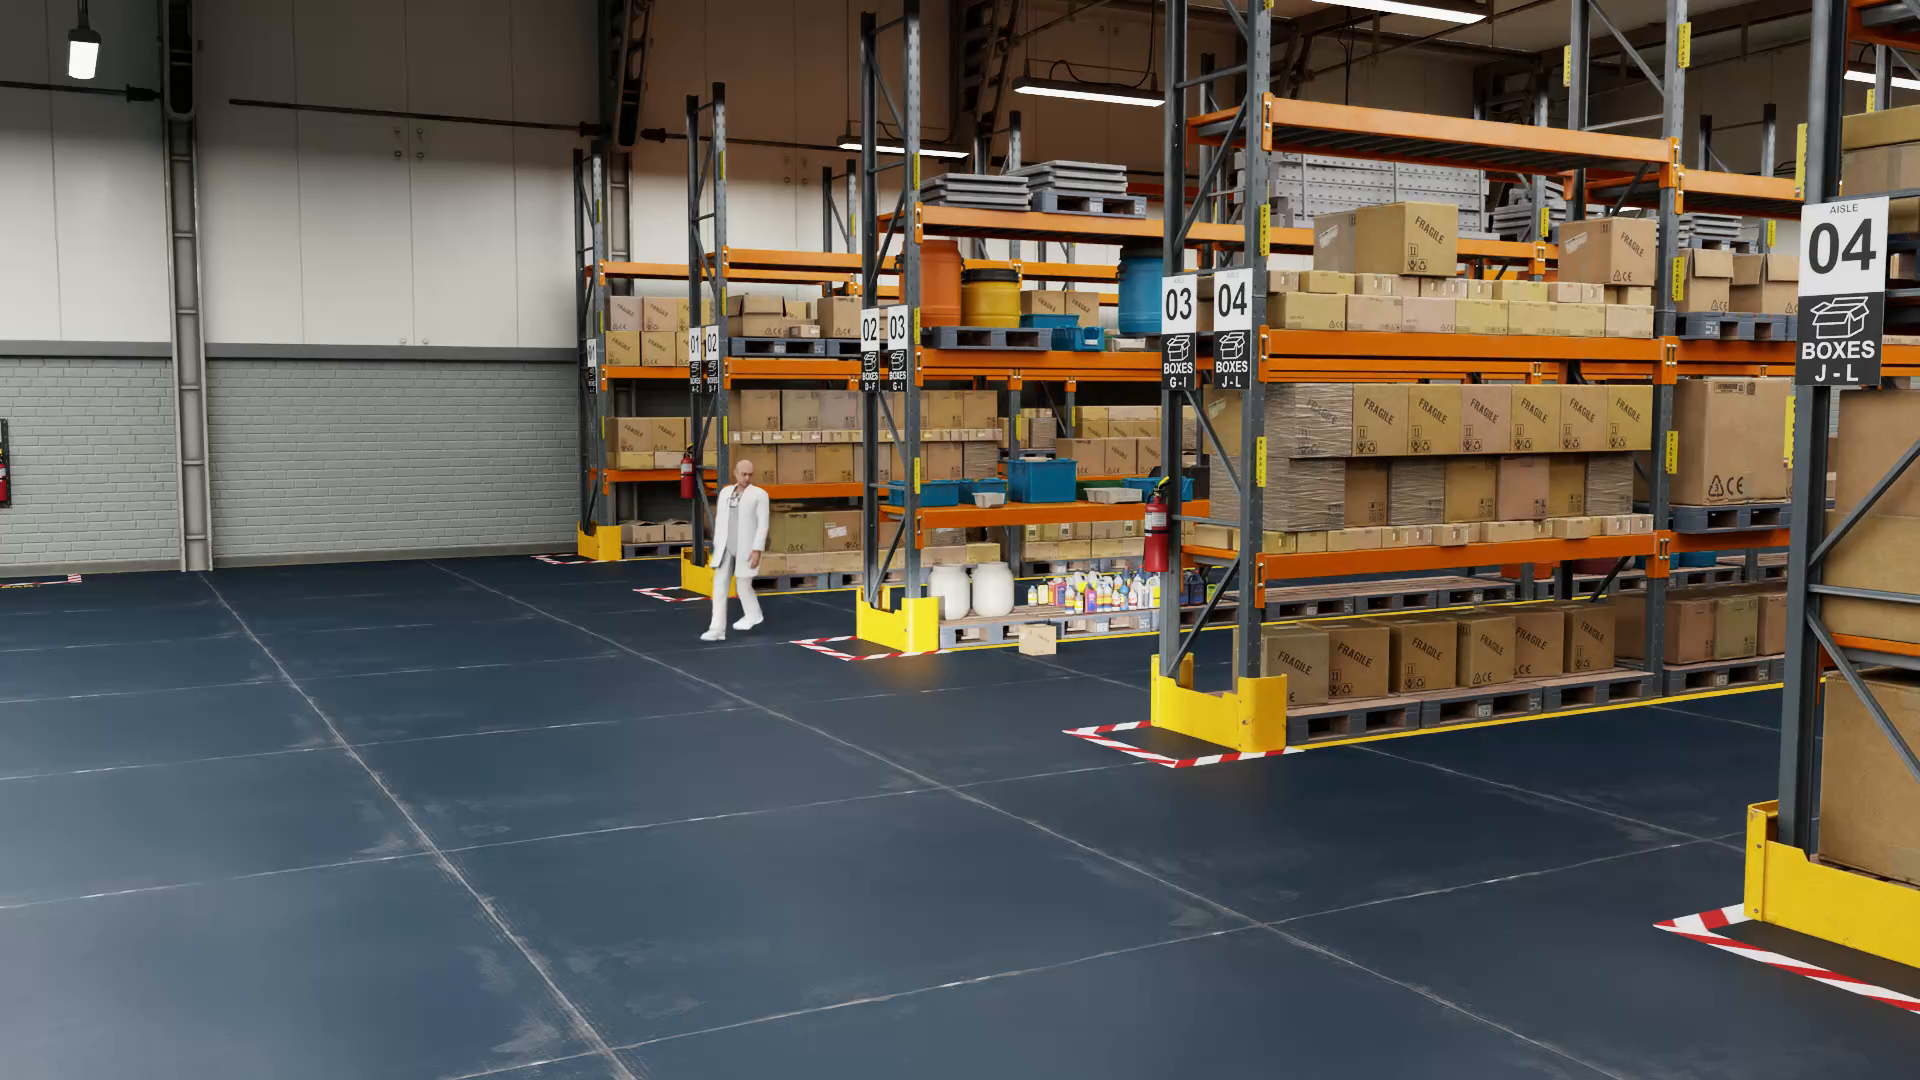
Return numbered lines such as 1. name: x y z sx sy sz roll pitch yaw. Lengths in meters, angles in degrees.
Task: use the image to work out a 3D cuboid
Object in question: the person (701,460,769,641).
1. person: -2.154 0.089 16.153 0.621 1.737 0.978 1 5 15
